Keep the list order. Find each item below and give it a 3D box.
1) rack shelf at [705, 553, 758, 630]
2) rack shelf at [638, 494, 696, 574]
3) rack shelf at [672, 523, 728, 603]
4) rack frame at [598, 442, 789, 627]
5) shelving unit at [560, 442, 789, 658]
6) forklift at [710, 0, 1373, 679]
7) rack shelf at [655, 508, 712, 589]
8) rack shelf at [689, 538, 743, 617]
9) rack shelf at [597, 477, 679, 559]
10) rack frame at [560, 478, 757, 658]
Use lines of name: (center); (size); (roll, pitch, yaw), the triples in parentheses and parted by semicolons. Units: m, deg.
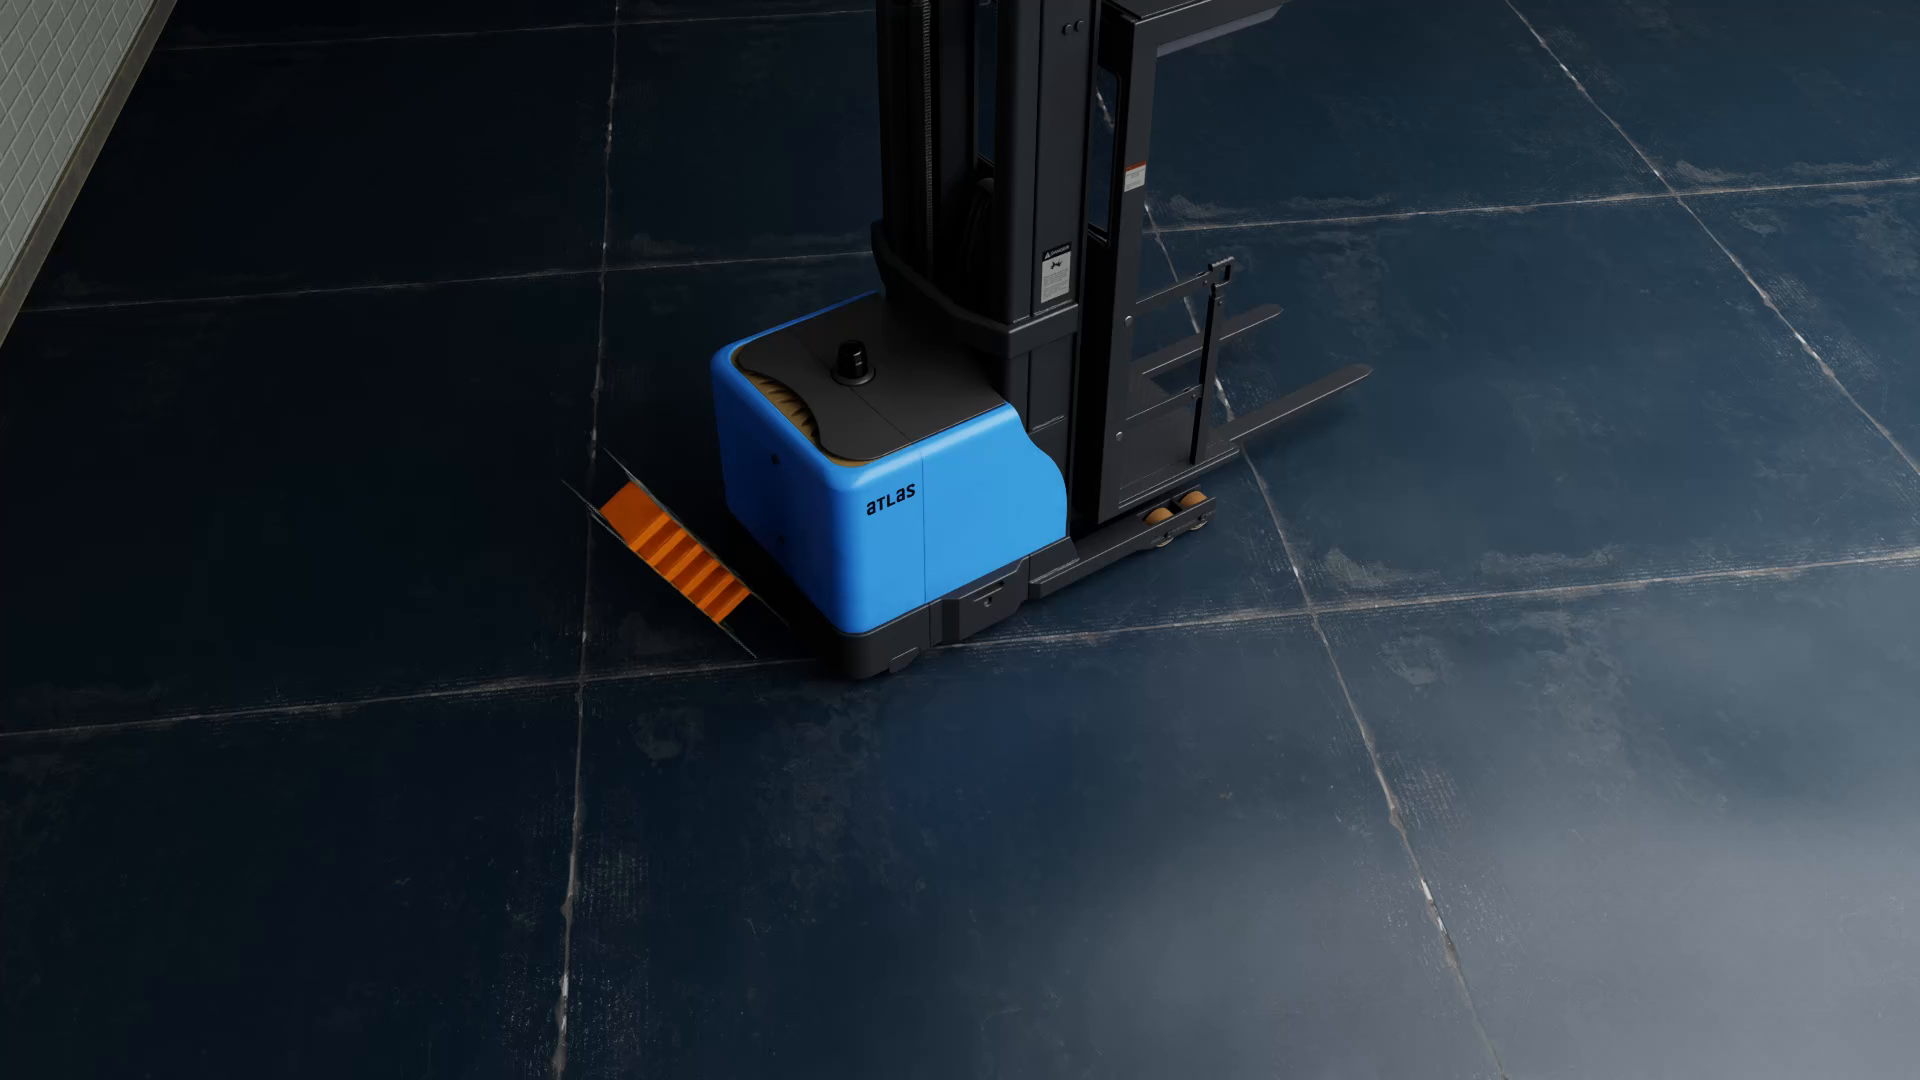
rack shelf: (-0.947, 0.199, 6.545); (0.180, 0.103, 0.258); (-44, 53, -4)
rack shelf: (-1.130, -0.027, 6.163); (0.180, 0.103, 0.258); (-44, 53, -4)
rack shelf: (-1.039, 0.086, 6.354); (0.180, 0.103, 0.258); (-44, 53, -4)
rack frame: (-0.990, 0.002, 6.325); (0.006, 1.200, 0.240); (-44, 53, -4)
shelving unit: (-1.055, 0.065, 6.319); (0.189, 1.200, 0.258); (-44, 53, -4)
forklift: (0.510, -1.327, 6.533); (3.031, 2.935, 1.130); (-25, 48, -25)
rack shelf: (-1.084, 0.030, 6.258); (0.180, 0.103, 0.258); (-44, 53, -4)
rack shelf: (-0.993, 0.143, 6.449); (0.180, 0.103, 0.258); (-44, 53, -4)
rack shelf: (-1.176, -0.083, 6.068); (0.180, 0.103, 0.258); (-44, 53, -4)
rack frame: (-1.121, 0.129, 6.312); (0.006, 1.200, 0.240); (-44, 53, -4)
